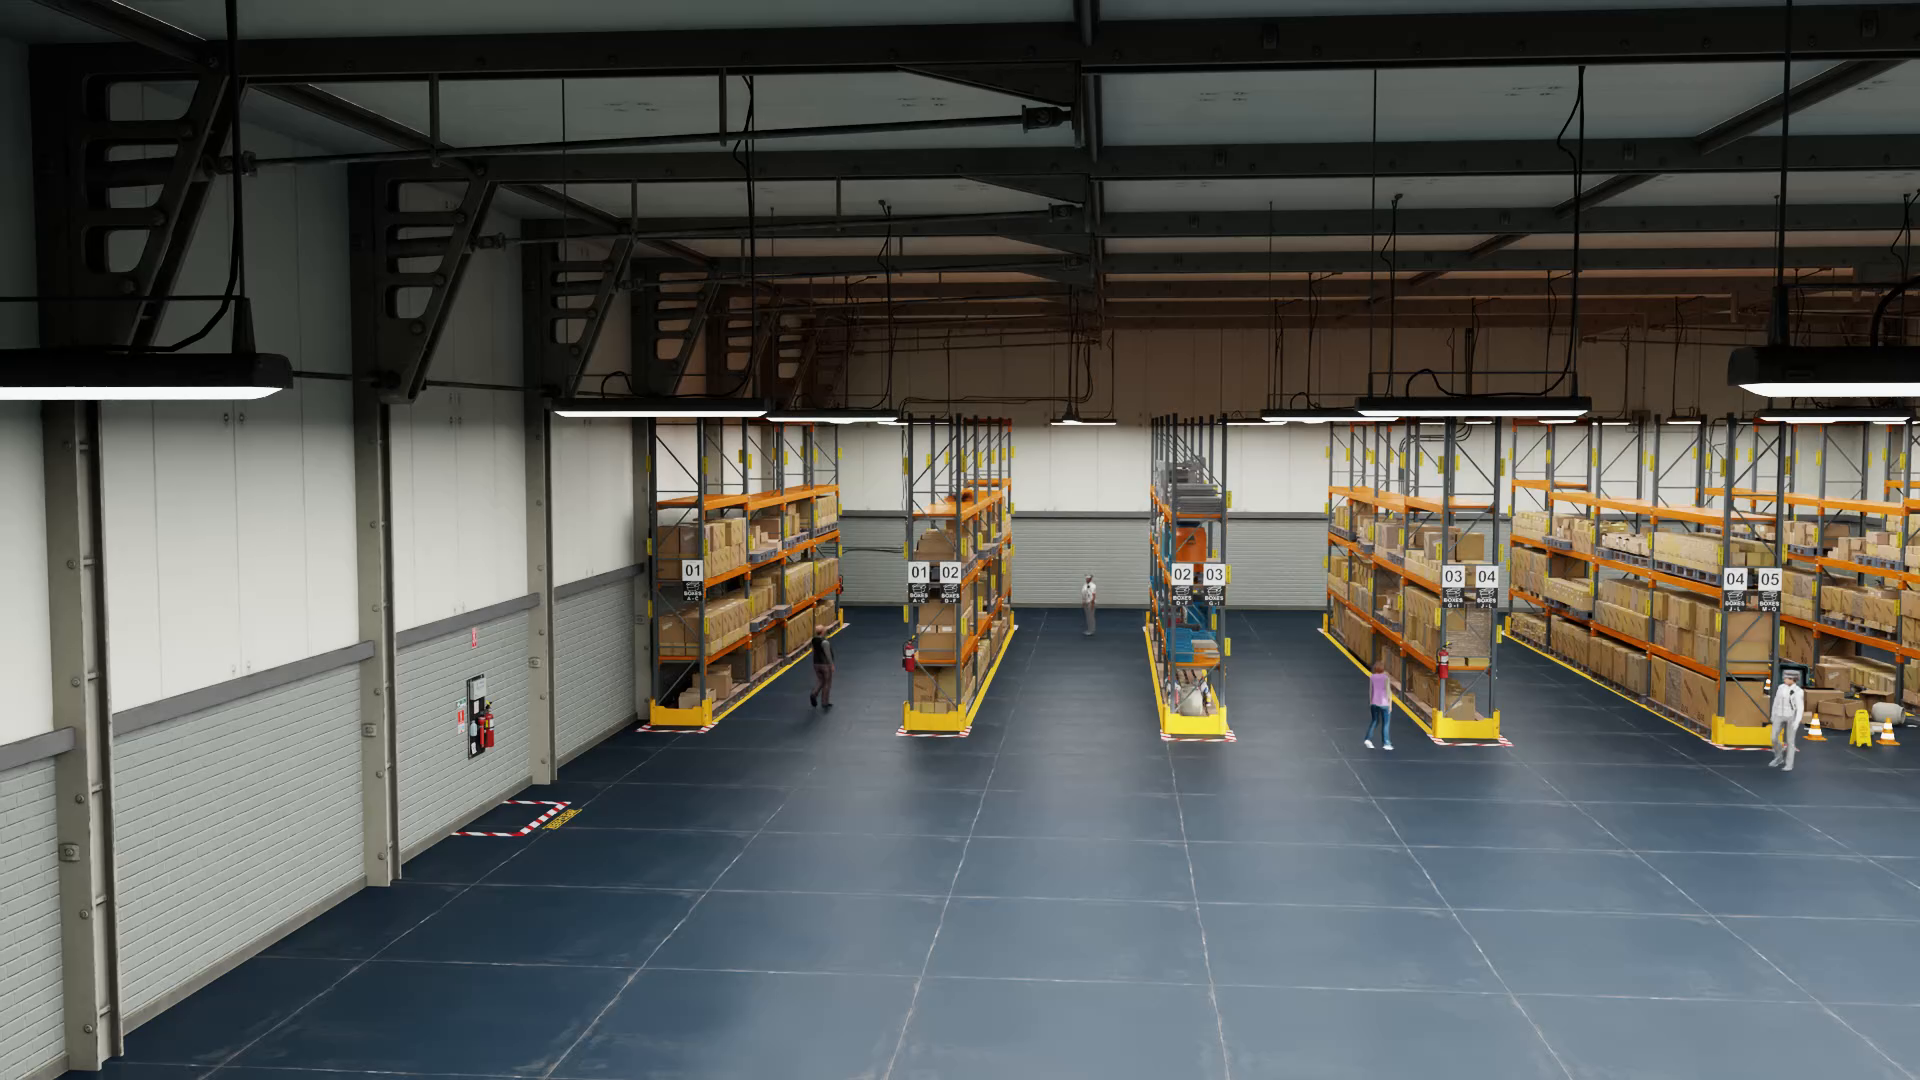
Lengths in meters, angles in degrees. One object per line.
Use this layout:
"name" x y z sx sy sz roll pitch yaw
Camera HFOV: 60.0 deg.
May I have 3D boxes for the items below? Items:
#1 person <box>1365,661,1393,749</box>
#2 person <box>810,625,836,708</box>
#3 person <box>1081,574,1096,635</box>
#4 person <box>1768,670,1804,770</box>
"person" 7.498 2.945 29.601 0.433 1.610 0.498 3 5 40
"person" -2.816 2.572 33.920 0.548 1.705 0.525 3 5 38
"person" 3.568 1.777 46.168 0.353 1.692 0.473 -2 4 -29
"person" 13.867 3.033 27.930 0.399 1.718 0.559 -3 5 -40
